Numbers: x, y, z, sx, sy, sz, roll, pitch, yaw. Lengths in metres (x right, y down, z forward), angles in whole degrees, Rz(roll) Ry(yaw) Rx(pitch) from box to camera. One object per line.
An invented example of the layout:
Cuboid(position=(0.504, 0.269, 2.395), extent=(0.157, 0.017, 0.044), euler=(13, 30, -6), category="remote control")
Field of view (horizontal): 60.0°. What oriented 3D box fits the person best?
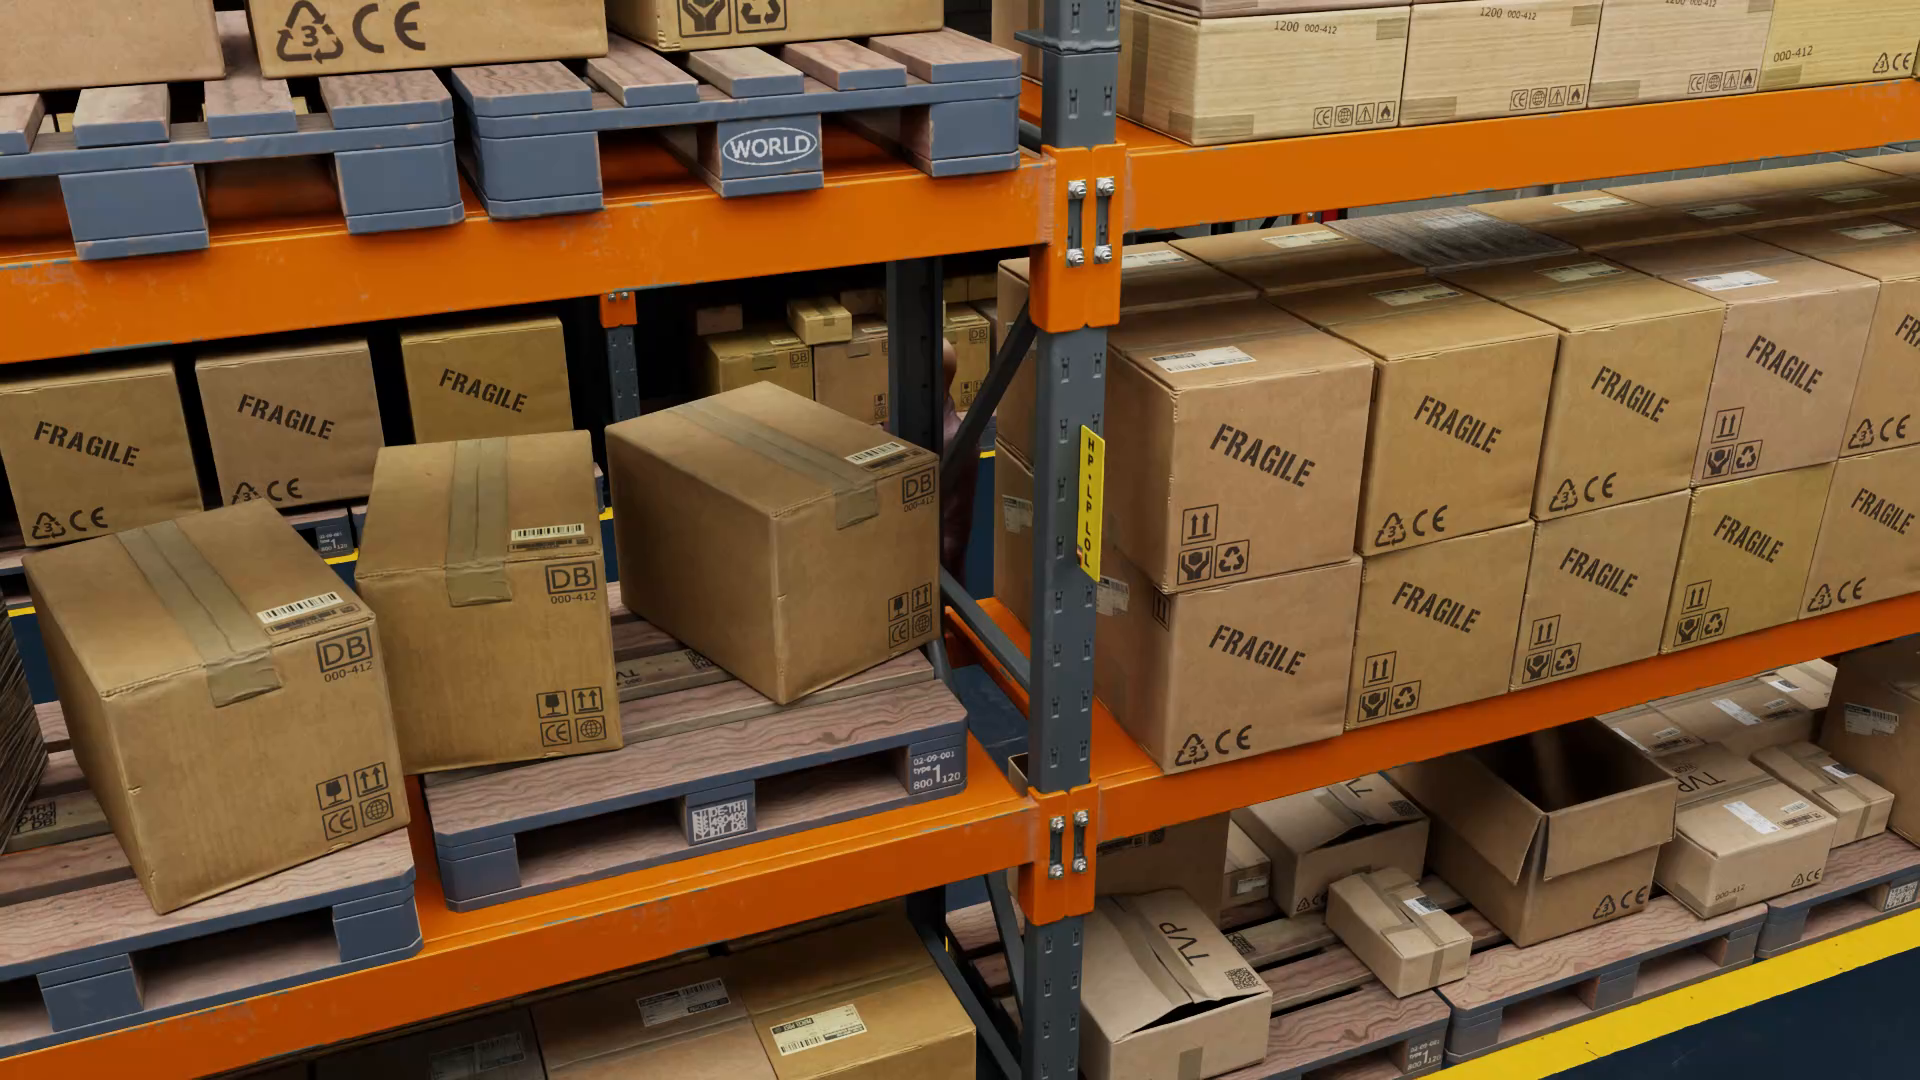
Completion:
Cuboid(position=(-0.160, 0.154, 5.894), extent=(0.502, 1.822, 0.596), euler=(-11, 28, -21), category="person")
